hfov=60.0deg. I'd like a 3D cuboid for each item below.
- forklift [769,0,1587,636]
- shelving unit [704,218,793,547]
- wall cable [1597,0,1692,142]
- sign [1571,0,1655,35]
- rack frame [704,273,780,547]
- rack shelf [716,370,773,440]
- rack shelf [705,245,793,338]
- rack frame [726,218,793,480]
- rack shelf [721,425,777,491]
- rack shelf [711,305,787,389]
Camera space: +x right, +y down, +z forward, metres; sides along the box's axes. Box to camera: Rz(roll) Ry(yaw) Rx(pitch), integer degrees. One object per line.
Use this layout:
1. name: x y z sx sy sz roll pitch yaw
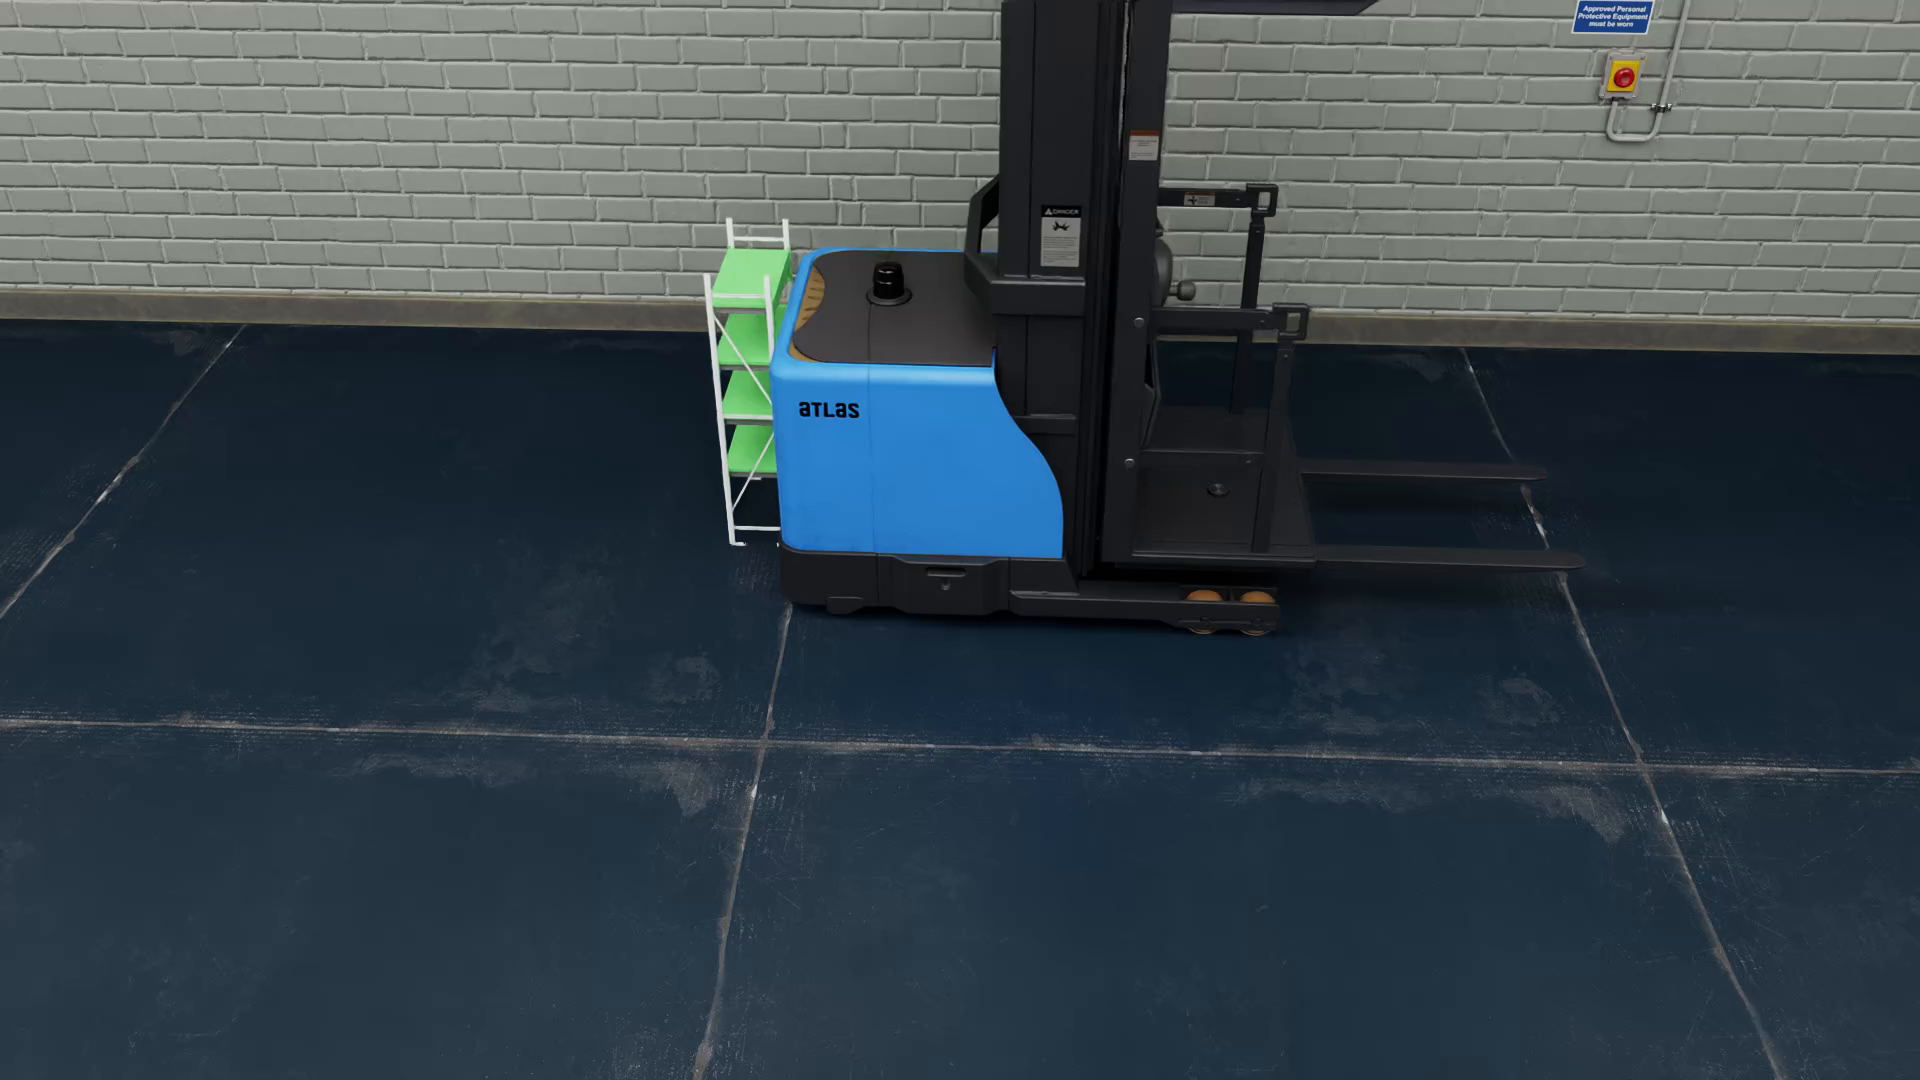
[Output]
1. forklift: 0.854 -1.156 5.846 3.031 2.935 1.130 2 35 2
2. shelving unit: -0.797 -0.610 6.574 0.258 1.200 0.503 2 35 2
3. wall cable: 2.864 -2.568 6.884 0.585 1.953 0.123 1 35 2
4. sign: 2.818 -2.286 7.159 0.327 0.218 0.001 1 35 2
5. rack frame: -0.810 -0.470 6.375 0.240 1.200 0.015 2 35 2
6. rack shelf: -0.797 -0.558 6.611 0.258 0.148 0.480 2 35 2
7. rack shelf: -0.797 -0.951 6.335 0.258 0.148 0.480 2 35 2
8. rack frame: -0.784 -0.750 6.774 0.240 1.200 0.015 2 35 2
9. rack shelf: -0.797 -0.361 6.749 0.258 0.148 0.480 2 35 2
10. rack shelf: -0.797 -0.754 6.473 0.258 0.148 0.480 2 35 2
